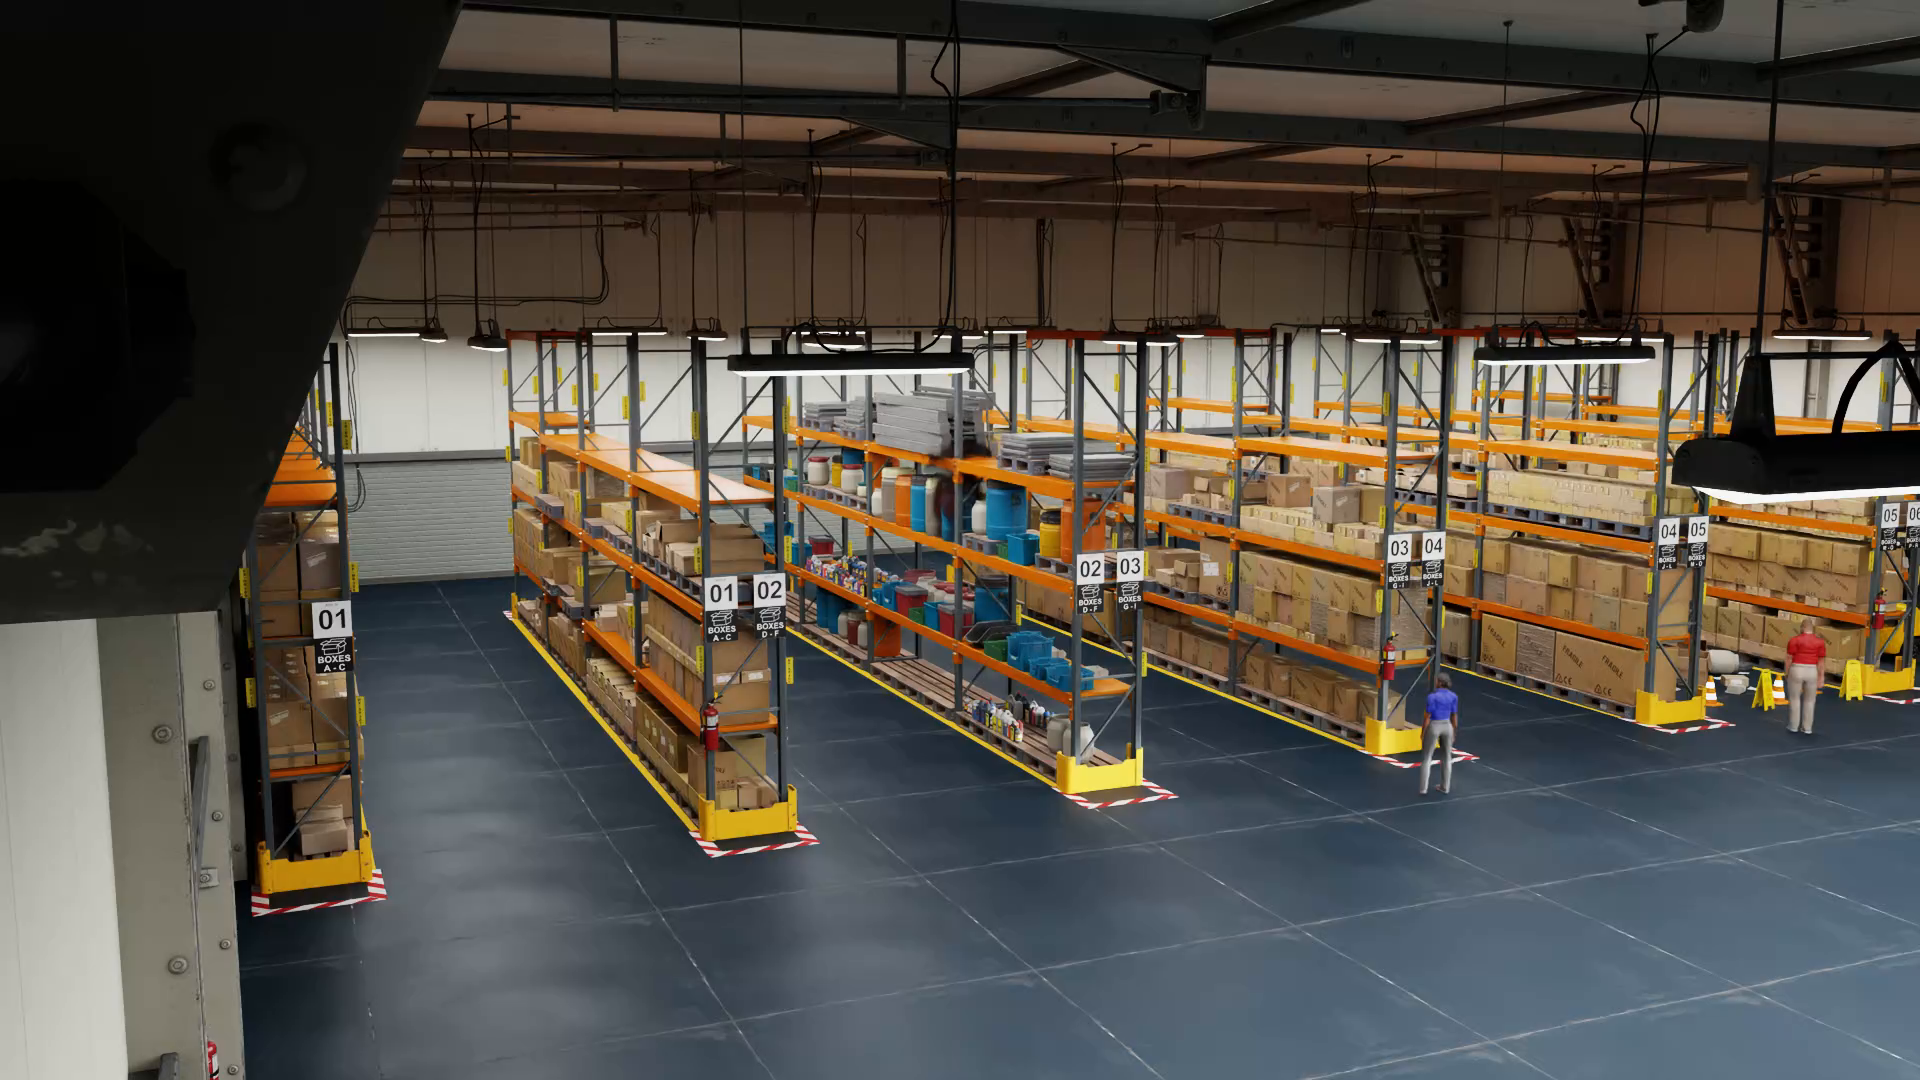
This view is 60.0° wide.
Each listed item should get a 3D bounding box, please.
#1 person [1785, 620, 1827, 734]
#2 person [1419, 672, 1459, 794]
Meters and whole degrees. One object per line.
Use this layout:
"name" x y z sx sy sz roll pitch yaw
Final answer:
"person" 12.760 2.055 25.132 0.552 1.739 0.404 3 8 20
"person" 6.336 2.562 22.006 0.485 1.707 0.439 2 8 11
